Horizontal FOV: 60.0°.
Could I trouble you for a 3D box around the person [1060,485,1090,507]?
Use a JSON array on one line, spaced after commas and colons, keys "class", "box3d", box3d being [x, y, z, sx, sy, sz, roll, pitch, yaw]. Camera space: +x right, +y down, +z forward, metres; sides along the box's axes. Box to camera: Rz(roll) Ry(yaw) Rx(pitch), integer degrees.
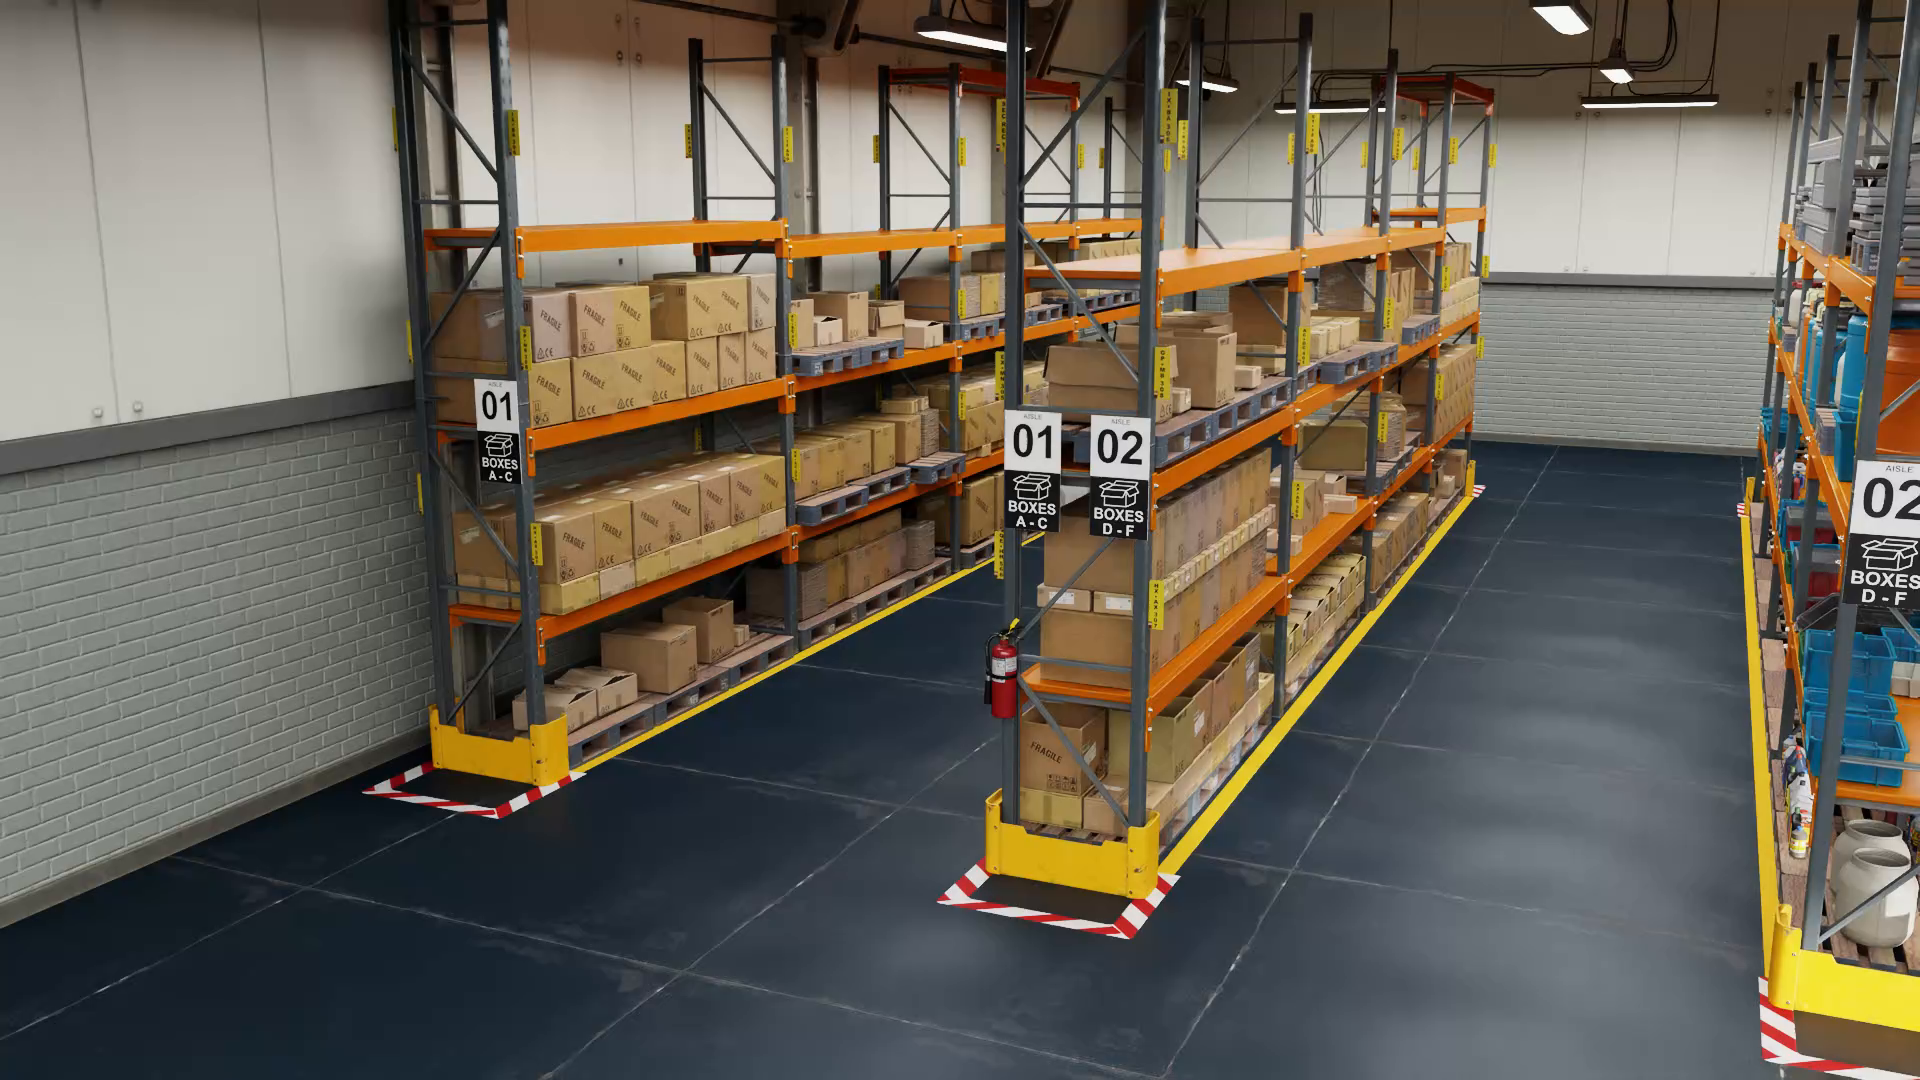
[{"class": "person", "box3d": [1.318, -0.144, 18.579, 0.544, 1.788, 0.414, 5, 13, 22]}]
